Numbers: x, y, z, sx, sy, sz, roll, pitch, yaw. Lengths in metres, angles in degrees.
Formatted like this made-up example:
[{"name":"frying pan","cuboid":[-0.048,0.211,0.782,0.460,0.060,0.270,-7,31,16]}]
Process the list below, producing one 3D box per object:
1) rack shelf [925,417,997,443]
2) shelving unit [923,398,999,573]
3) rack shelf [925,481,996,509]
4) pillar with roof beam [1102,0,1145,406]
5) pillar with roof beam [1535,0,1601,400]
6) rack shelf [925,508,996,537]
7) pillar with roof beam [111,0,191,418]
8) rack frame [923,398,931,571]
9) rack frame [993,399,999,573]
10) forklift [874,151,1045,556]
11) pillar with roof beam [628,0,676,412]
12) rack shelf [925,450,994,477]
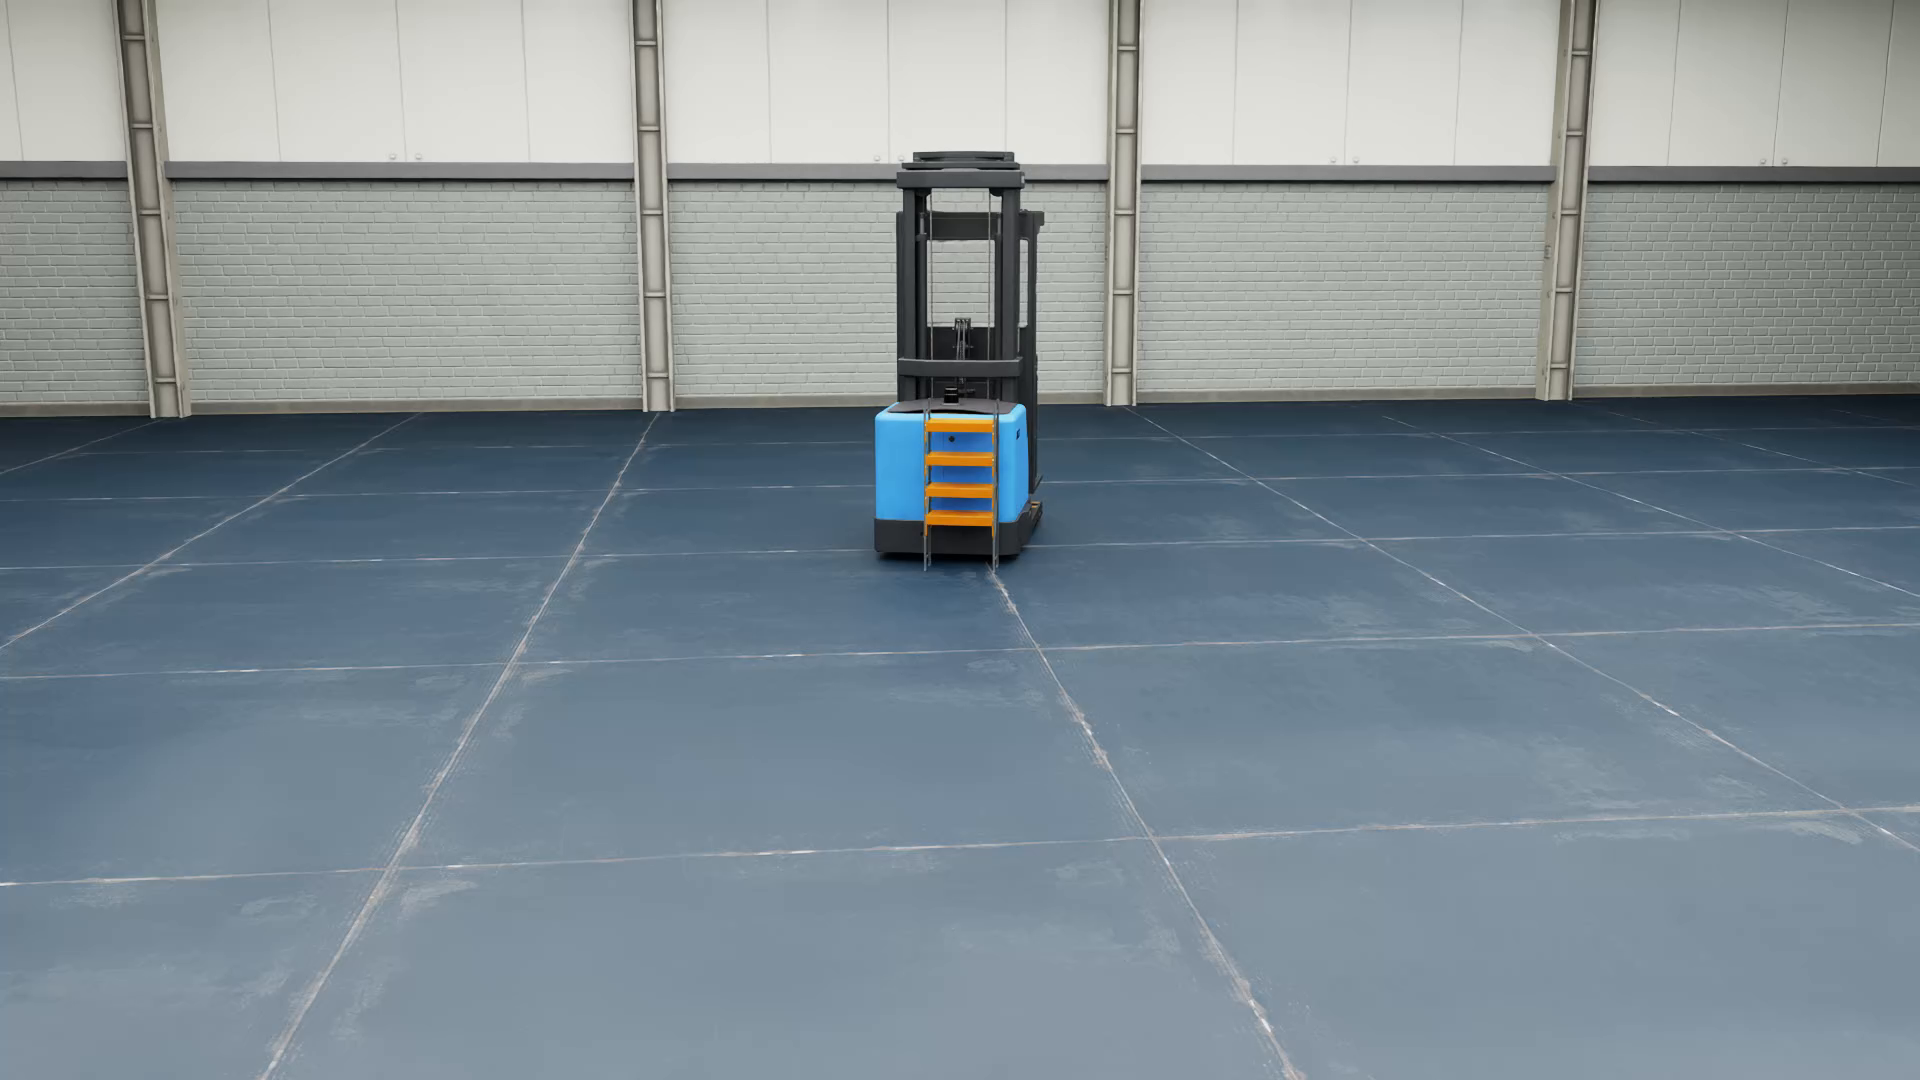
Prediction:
[{"name":"rack shelf","cuboid":[0.011,-0.771,11.644,0.480,0.148,0.258,1,11,7]},{"name":"shelving unit","cuboid":[0.011,-0.386,11.720,0.503,1.200,0.258,1,11,7]},{"name":"rack shelf","cuboid":[0.011,-0.320,11.733,0.480,0.148,0.258,1,11,7]},{"name":"pillar with roof beam","cuboid":[2.571,-5.383,16.922,0.400,9.000,9.100,-1,11,-6]},{"name":"pillar with roof beam","cuboid":[8.536,-5.508,17.558,0.400,9.000,9.100,-1,11,-6]},{"name":"rack shelf","cuboid":[0.011,-0.125,11.772,0.480,0.148,0.258,1,11,7]},{"name":"pillar with roof beam","cuboid":[-9.359,-5.133,15.650,0.400,9.000,9.100,-1,11,-6]},{"name":"rack frame","cuboid":[-0.231,-0.392,11.751,0.015,1.200,0.240,1,11,7]},{"name":"rack frame","cuboid":[0.253,-0.380,11.689,0.015,1.200,0.240,1,11,7]},{"name":"forklift","cuboid":[0.084,-1.558,13.197,1.130,2.935,3.031,1,11,8]},{"name":"pillar with roof beam","cuboid":[-3.394,-5.258,16.286,0.400,9.000,9.100,-1,11,-6]},{"name":"rack shelf","cuboid":[0.011,-0.539,11.690,0.480,0.148,0.258,1,11,7]}]
